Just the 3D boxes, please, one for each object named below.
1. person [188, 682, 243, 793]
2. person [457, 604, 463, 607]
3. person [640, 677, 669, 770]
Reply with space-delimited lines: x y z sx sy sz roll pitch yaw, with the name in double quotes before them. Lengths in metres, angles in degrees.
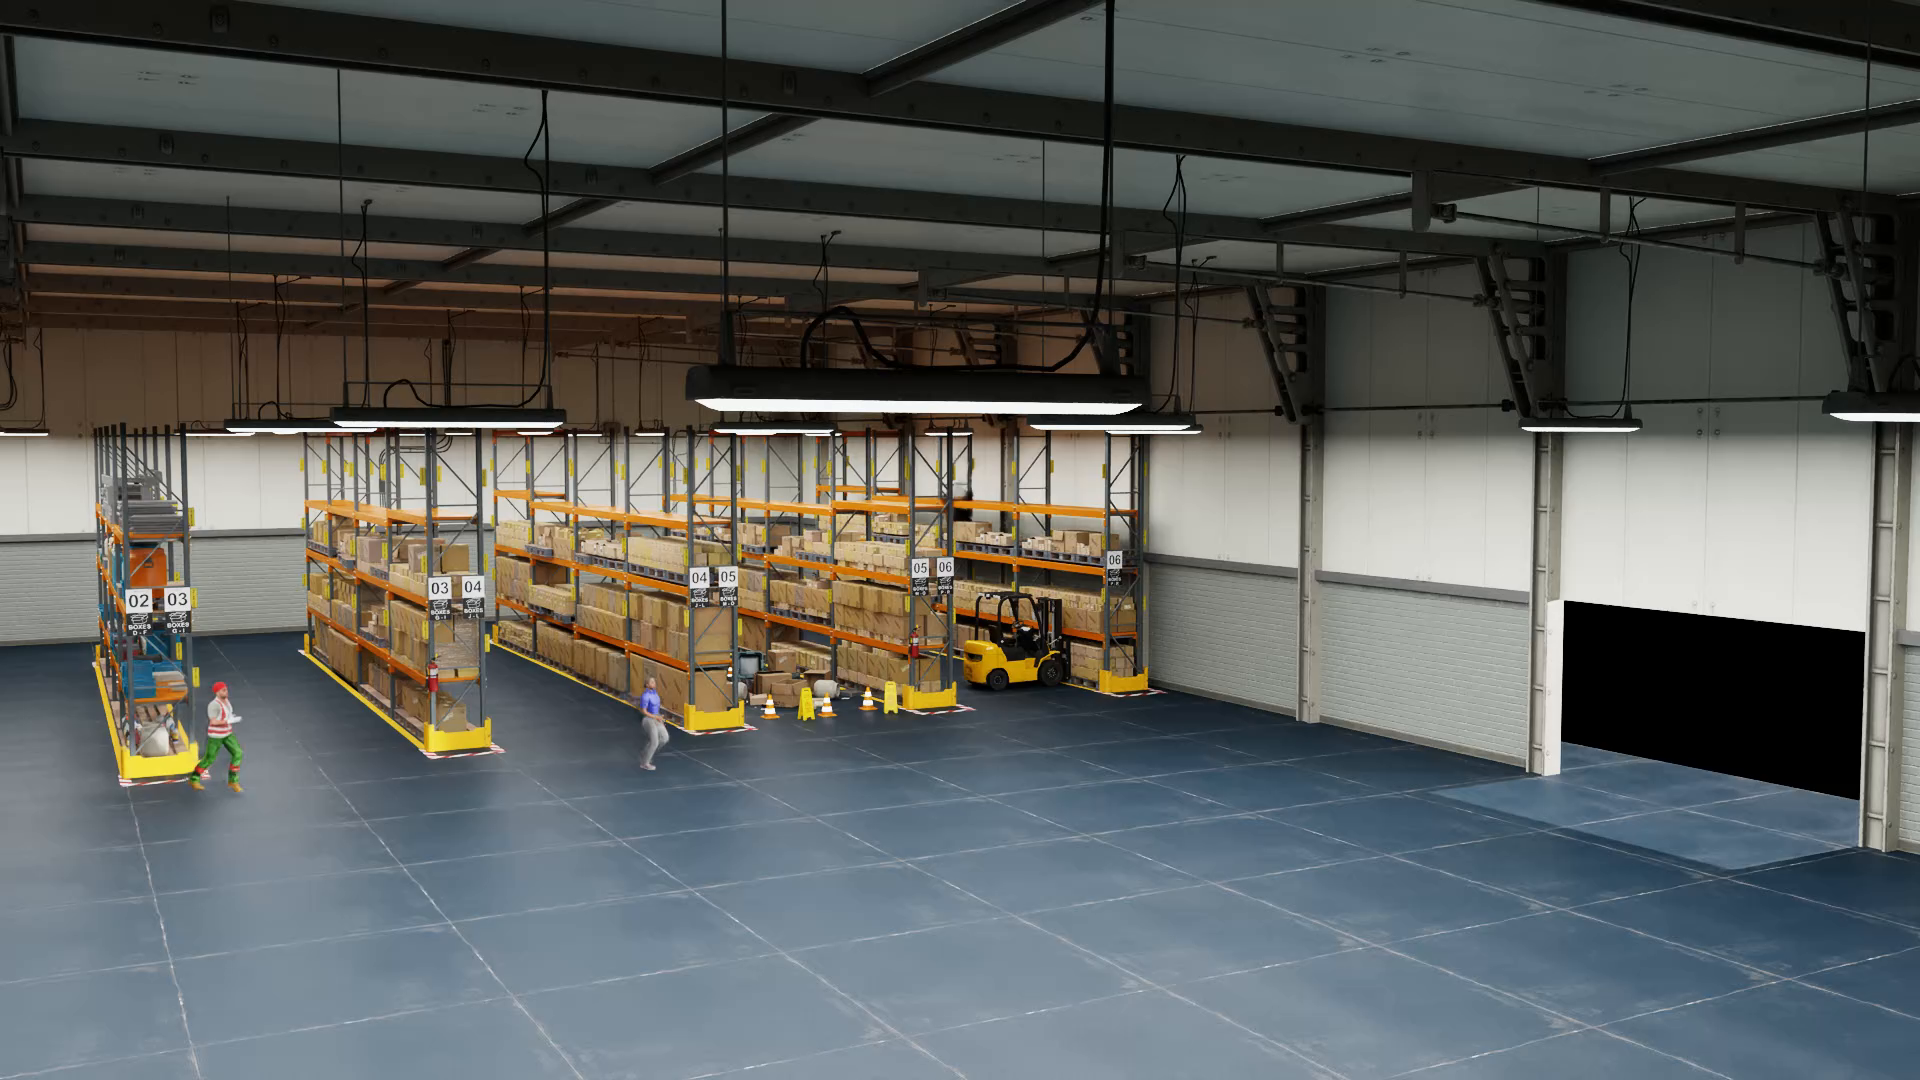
"person" -12.005 3.200 26.918 0.924 1.833 0.674 1 3 9
"person" -13.815 2.184 45.489 0.539 1.627 0.643 -1 4 -17
"person" -5.321 3.171 28.871 0.500 1.617 0.588 1 4 12
